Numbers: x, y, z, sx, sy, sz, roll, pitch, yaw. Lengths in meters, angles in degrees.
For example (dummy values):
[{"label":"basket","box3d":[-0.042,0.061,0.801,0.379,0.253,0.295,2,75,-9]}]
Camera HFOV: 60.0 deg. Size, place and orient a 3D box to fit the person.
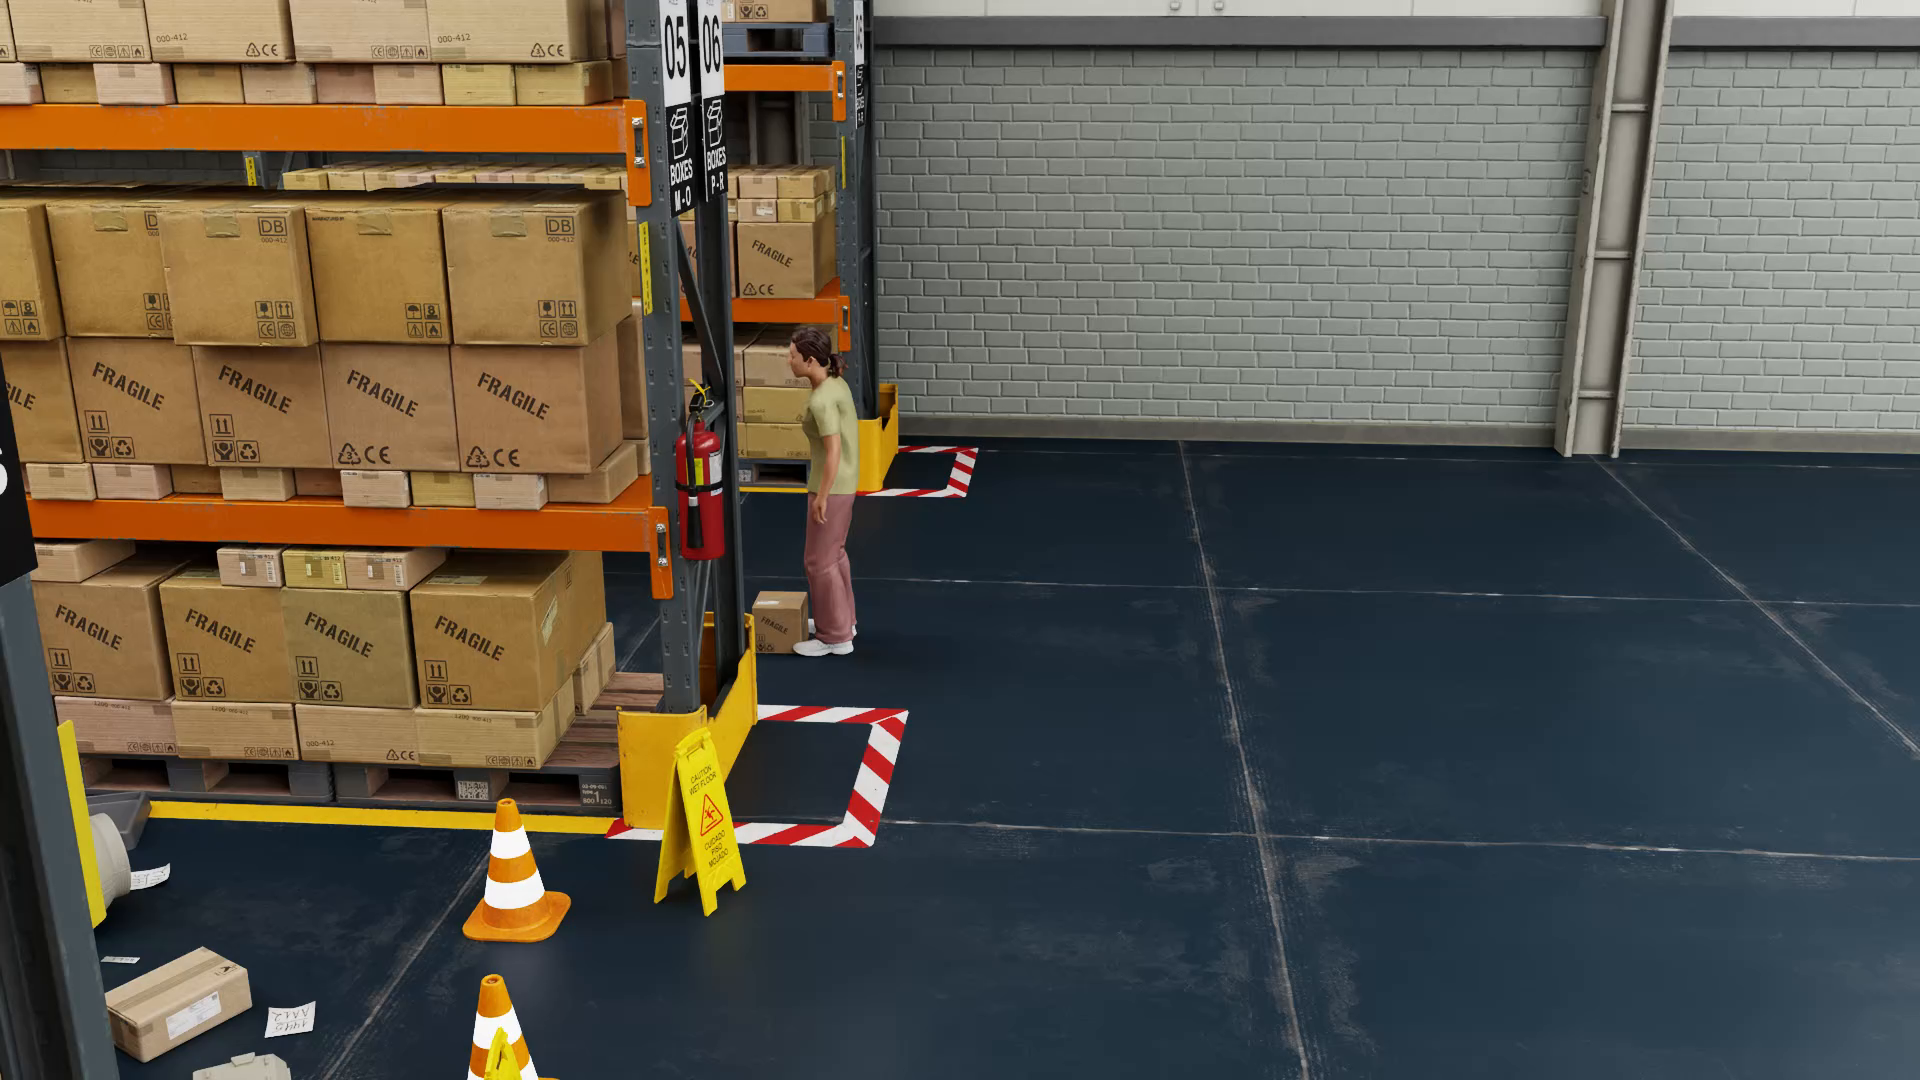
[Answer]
[{"label":"person","box3d":[-0.675,-0.248,8.337,0.353,1.672,0.521,0,18,1]}]
